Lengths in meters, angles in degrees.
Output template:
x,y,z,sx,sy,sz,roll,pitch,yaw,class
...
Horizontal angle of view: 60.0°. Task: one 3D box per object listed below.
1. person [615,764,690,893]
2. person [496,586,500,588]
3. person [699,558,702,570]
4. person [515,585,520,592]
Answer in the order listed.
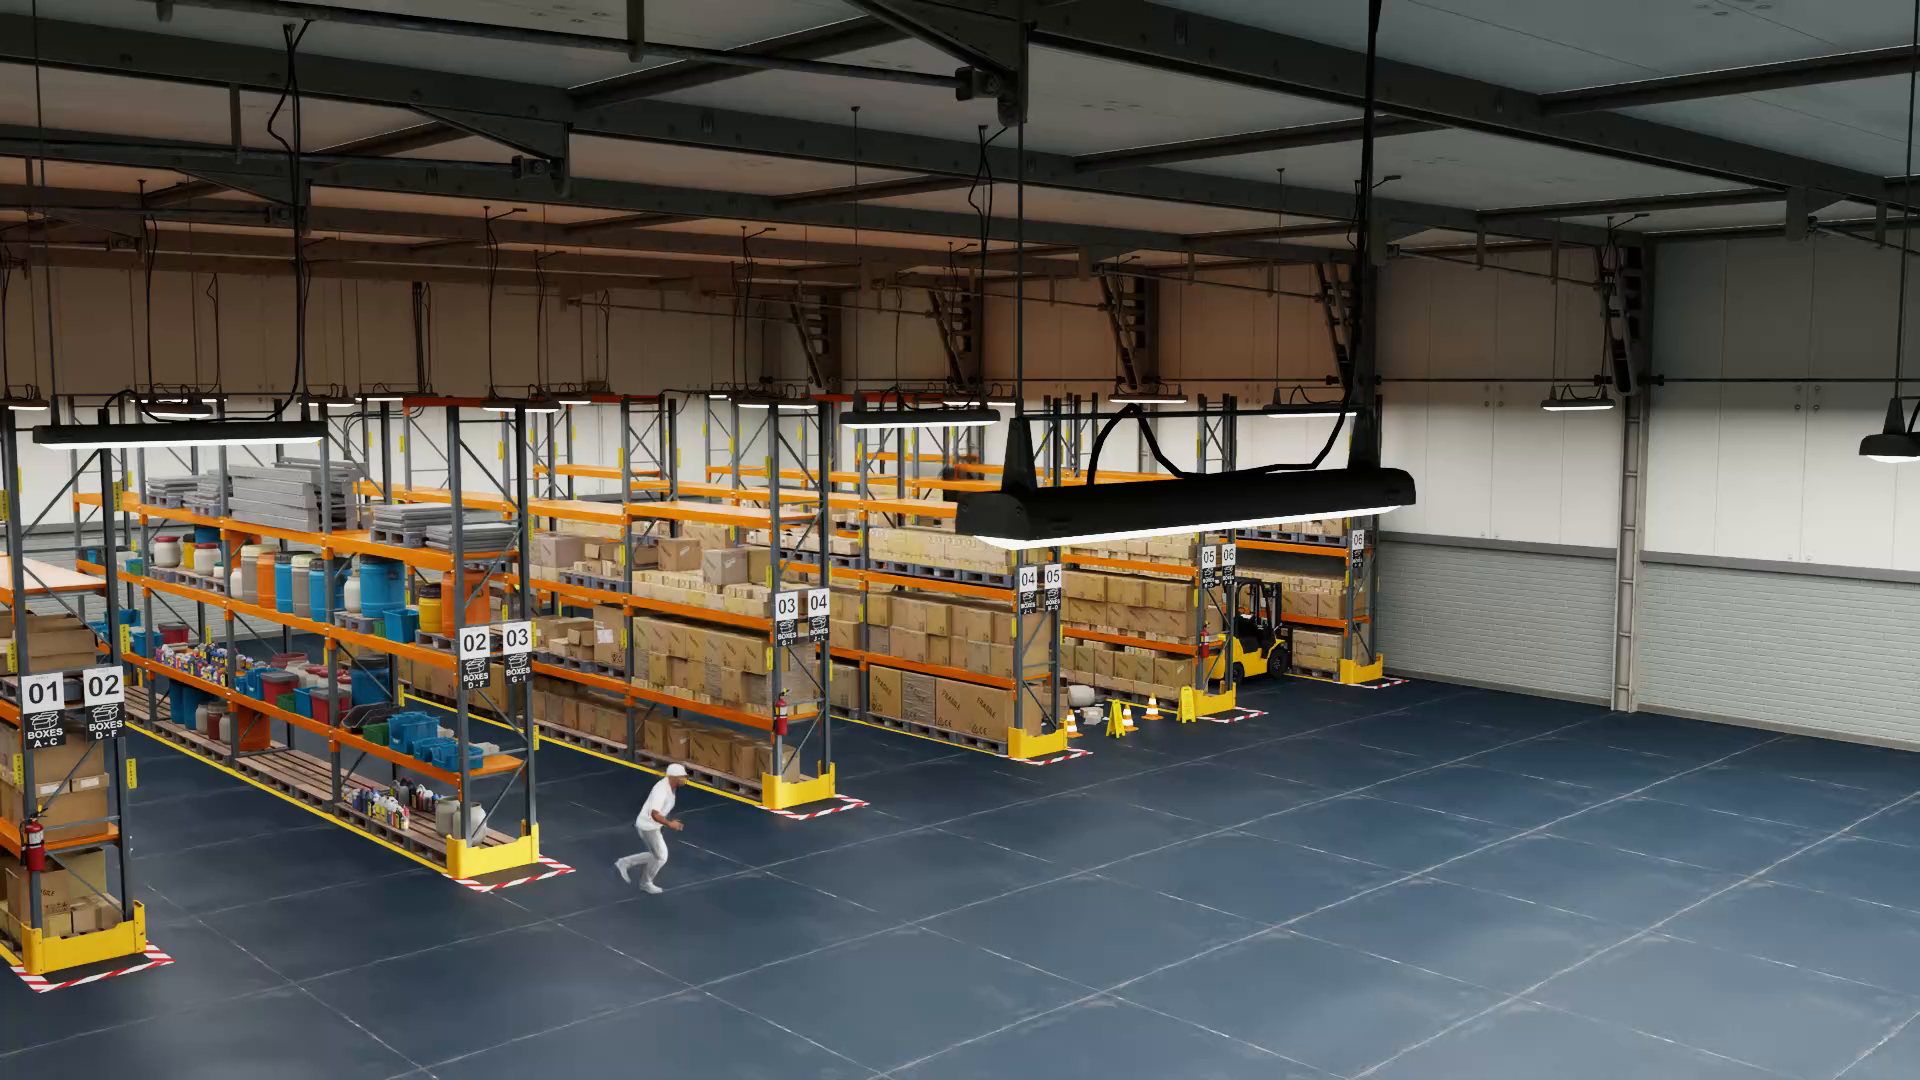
x,y,z,sx,sy,sz,roll,pitch,yaw,class
-3.801,3.560,20.569,0.931,1.607,0.712,0,6,-4,person
-10.726,1.862,38.225,0.682,1.545,0.513,-1,6,-8,person
-6.923,1.198,44.416,0.569,1.724,0.945,-2,6,-17,person
-9.821,1.844,37.316,0.713,1.731,0.838,-3,6,-30,person
